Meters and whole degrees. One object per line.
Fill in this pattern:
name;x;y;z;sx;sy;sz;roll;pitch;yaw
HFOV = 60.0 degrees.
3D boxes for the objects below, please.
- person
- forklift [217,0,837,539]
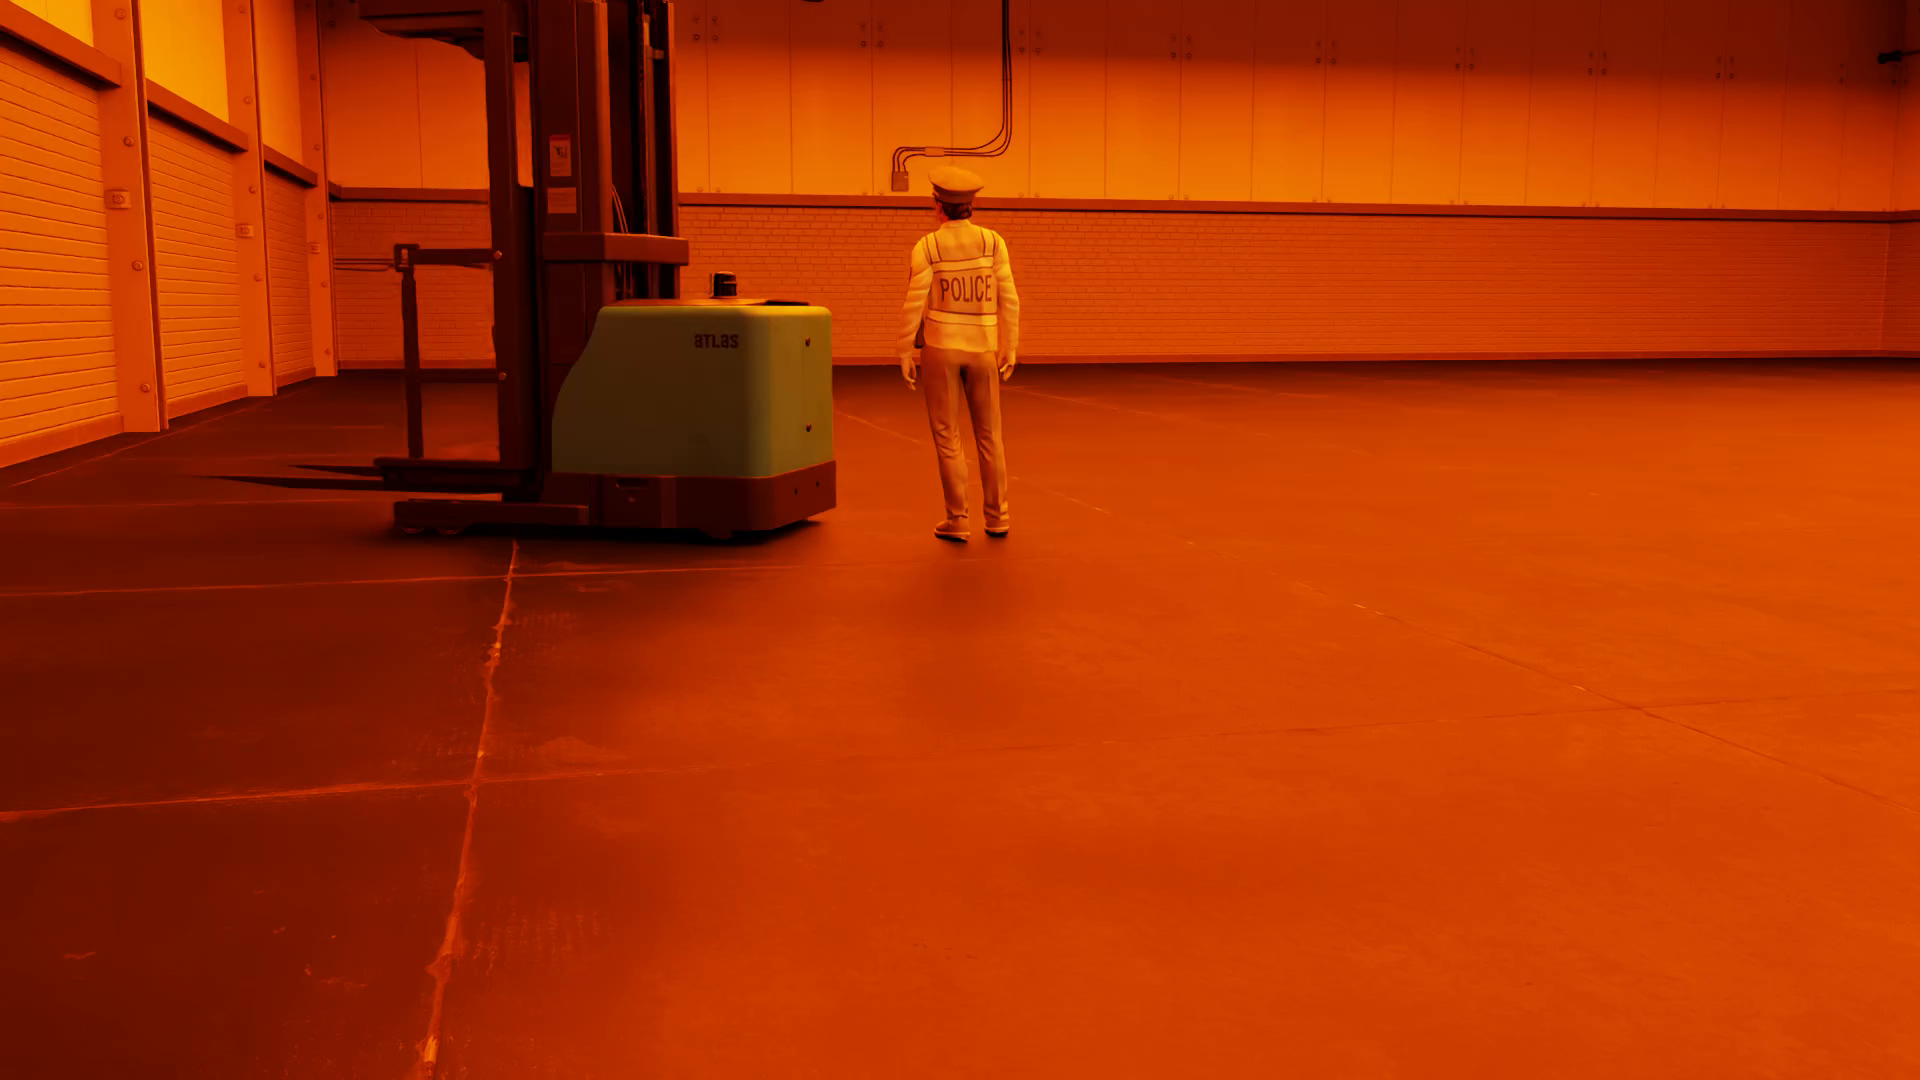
person;-0.013;-0.854;7.661;0.591;1.692;0.519;-2;8;-14
forklift;-2.197;-1.541;8.140;3.031;2.935;1.130;2;8;14
